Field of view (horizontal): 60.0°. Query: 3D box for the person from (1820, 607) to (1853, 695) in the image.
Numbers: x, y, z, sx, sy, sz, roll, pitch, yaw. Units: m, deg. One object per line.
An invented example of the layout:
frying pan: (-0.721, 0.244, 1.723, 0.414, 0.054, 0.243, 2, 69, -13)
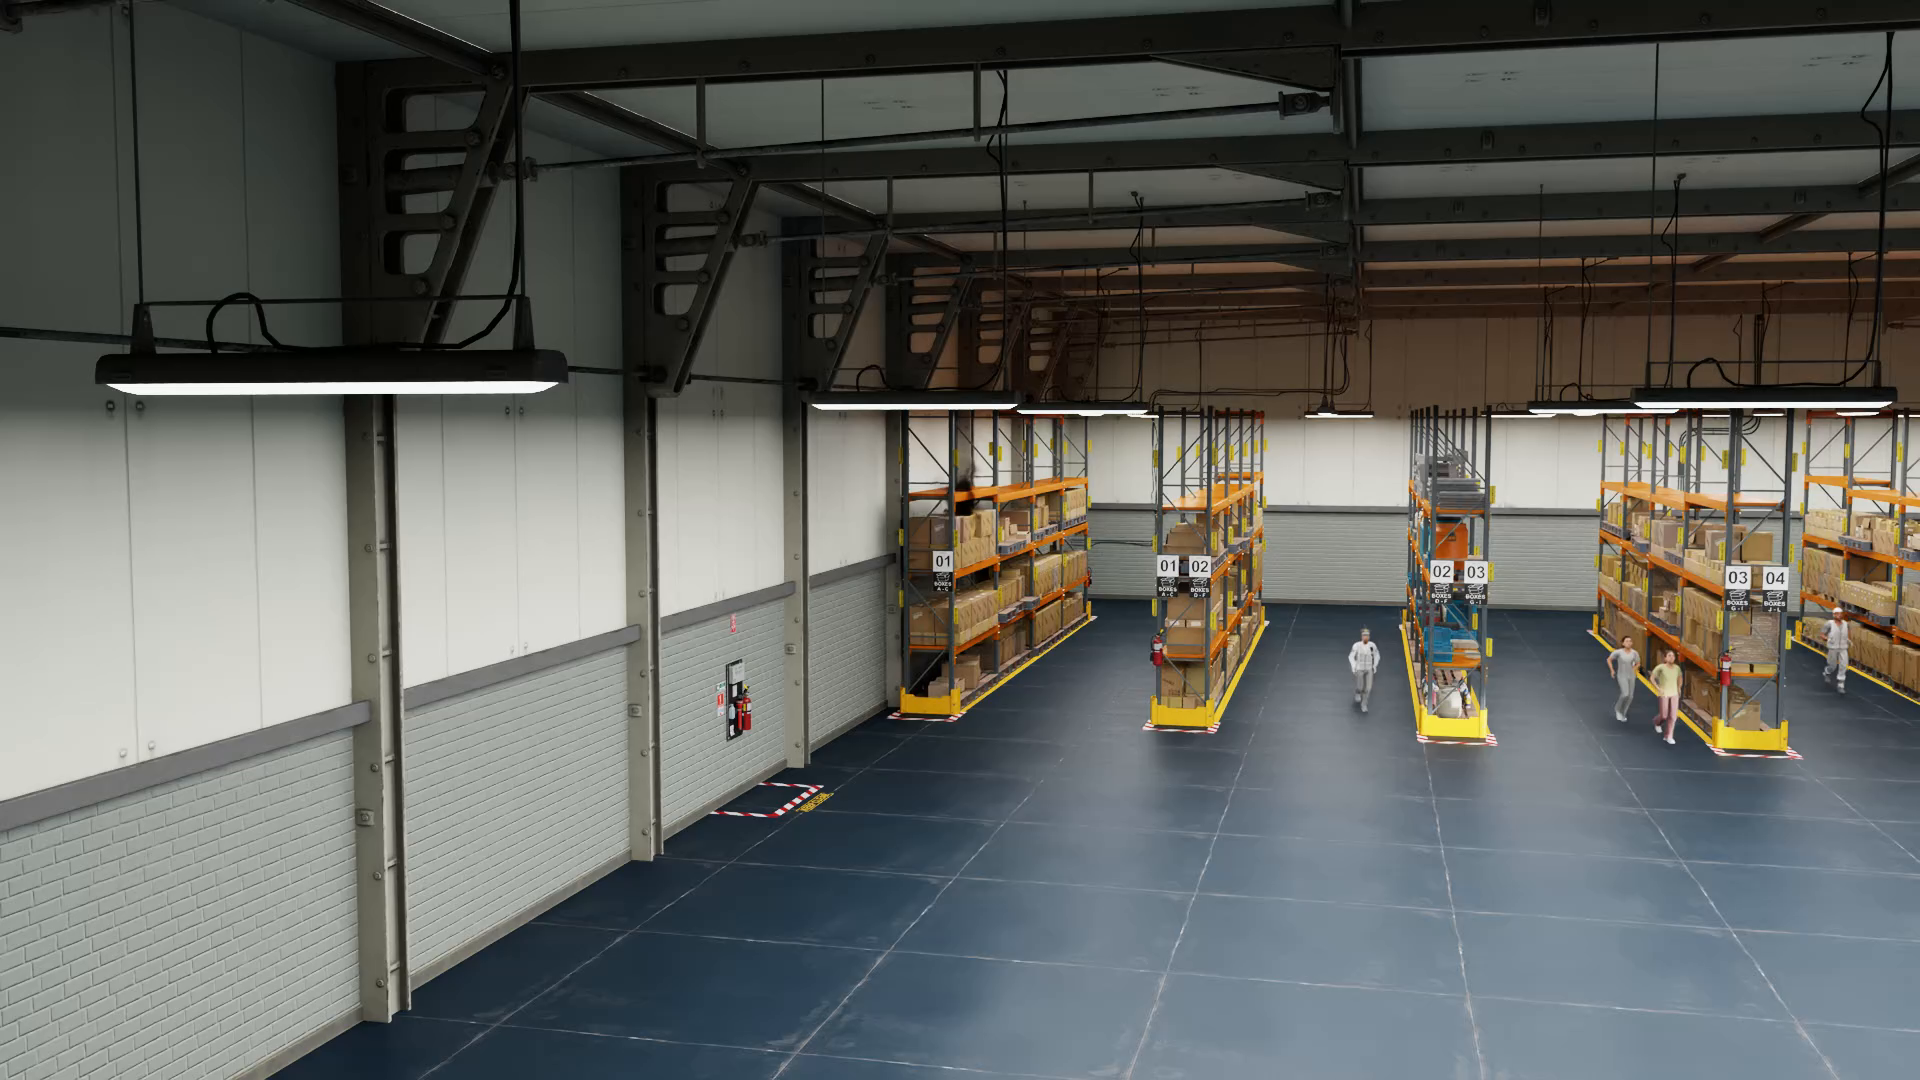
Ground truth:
person: (18.528, 2.313, 35.141, 0.656, 1.789, 0.956, 1, 4, 9)

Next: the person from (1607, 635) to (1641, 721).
person: (12.613, 2.626, 31.501, 0.541, 1.636, 0.640, 0, 4, -1)

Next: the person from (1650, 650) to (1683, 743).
person: (12.662, 2.777, 29.780, 0.595, 1.637, 0.708, 0, 4, 3)

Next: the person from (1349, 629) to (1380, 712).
person: (7.996, 2.550, 32.890, 0.603, 1.648, 0.593, 0, 4, 6)
